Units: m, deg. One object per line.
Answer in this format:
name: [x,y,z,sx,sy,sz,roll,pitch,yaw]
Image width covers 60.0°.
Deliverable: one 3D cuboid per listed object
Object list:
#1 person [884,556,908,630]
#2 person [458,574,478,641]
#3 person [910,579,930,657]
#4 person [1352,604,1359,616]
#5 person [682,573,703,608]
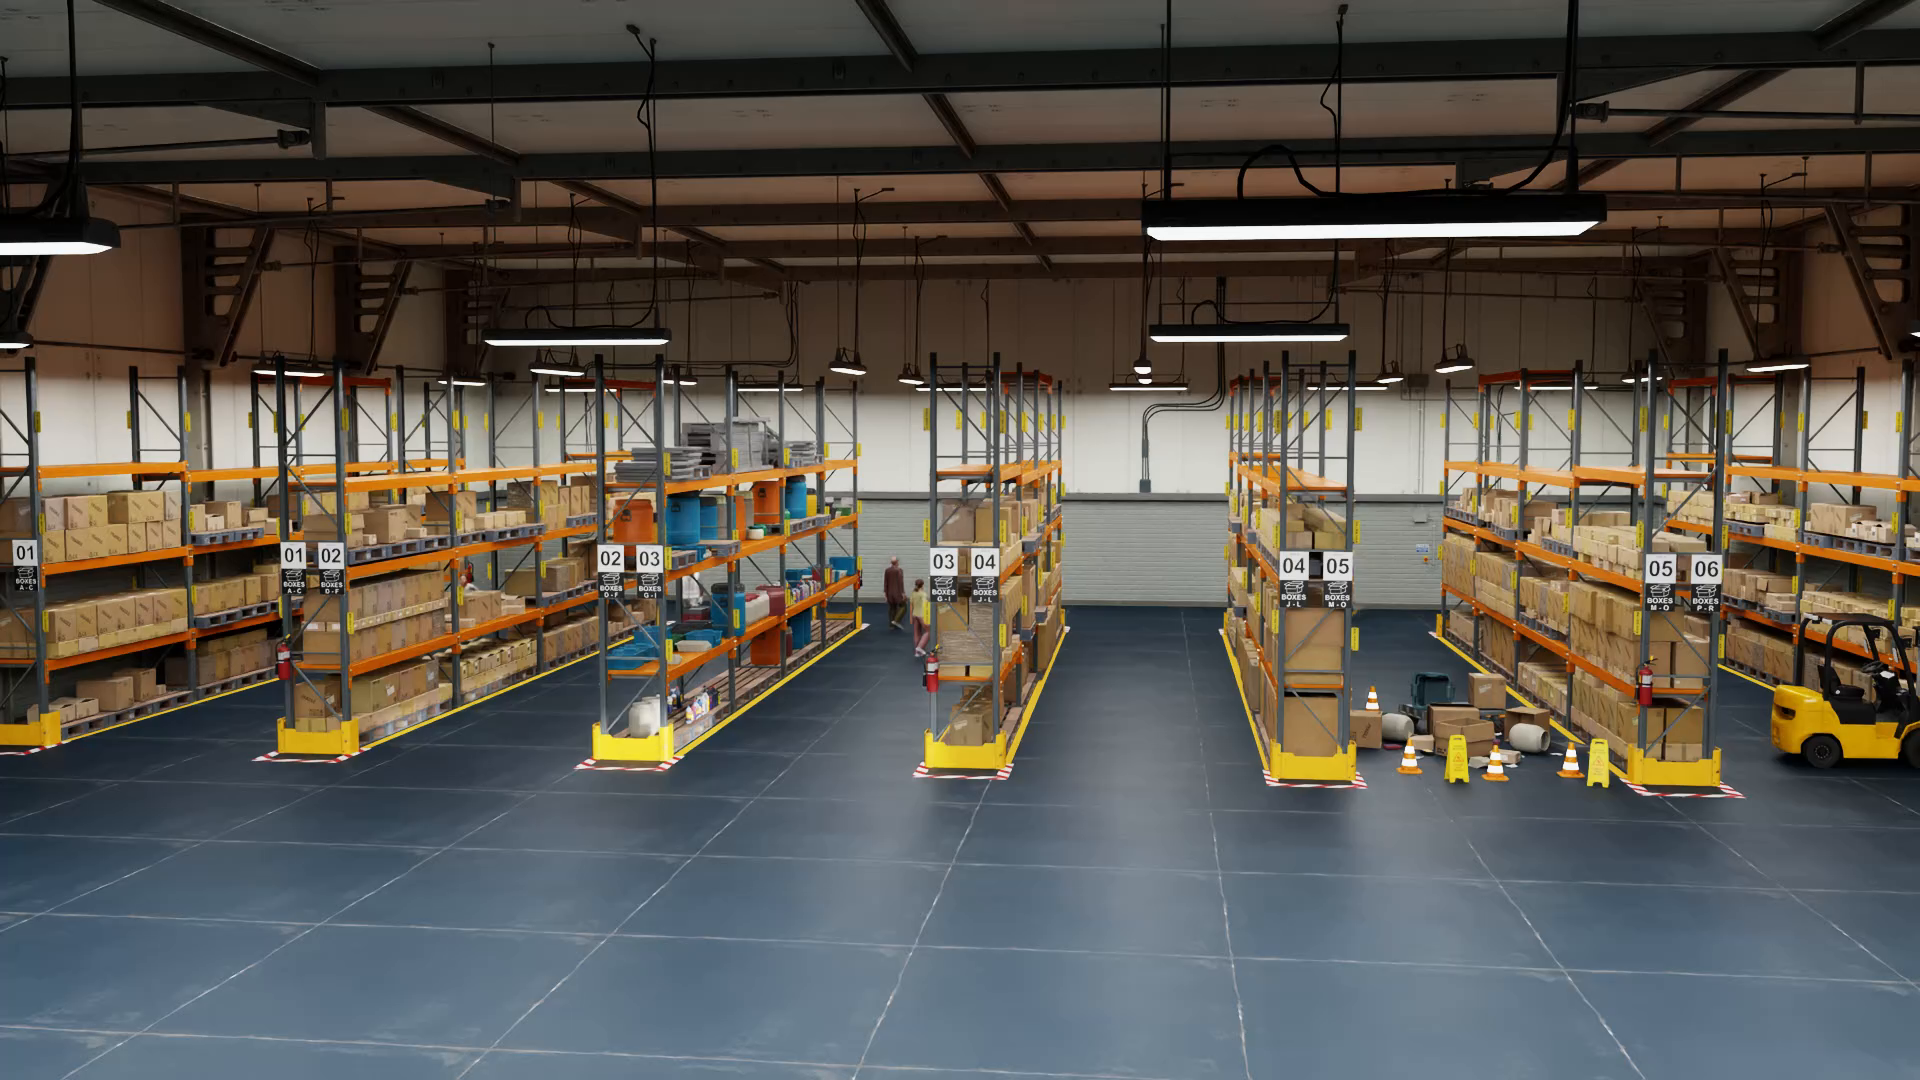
person: [-1.586,1.286,40.018,0.659,1.779,0.553,3,5,38]
person: [-11.228,1.548,37.884,0.537,1.560,0.700,1,4,14]
person: [-0.873,1.665,35.435,0.505,1.670,0.475,3,5,37]
person: [9.640,1.153,42.178,0.996,1.733,0.537,0,4,-3]
person: [-6.370,1.362,39.146,0.563,1.727,1.094,0,4,5]
